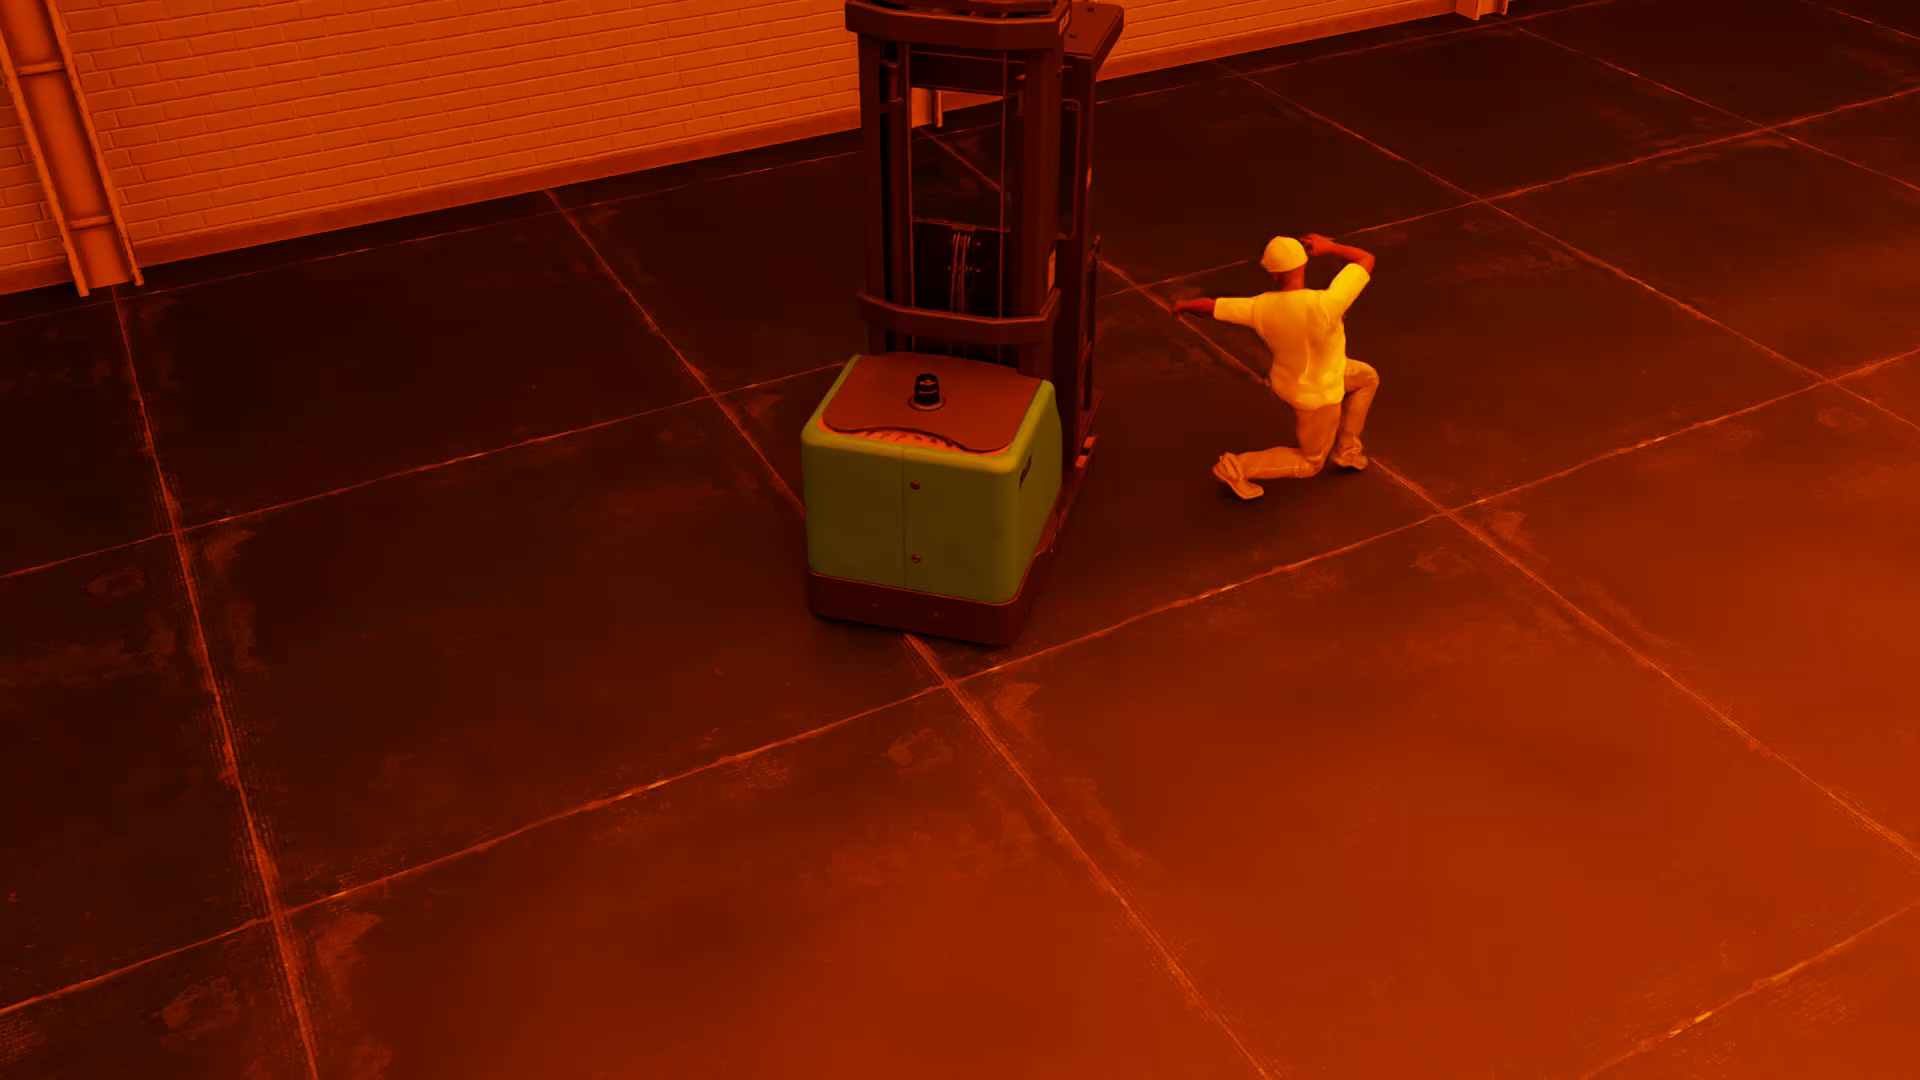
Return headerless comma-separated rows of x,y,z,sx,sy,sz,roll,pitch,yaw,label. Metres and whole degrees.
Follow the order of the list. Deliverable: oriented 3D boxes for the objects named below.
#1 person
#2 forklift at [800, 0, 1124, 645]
1.726,-1.034,8.852,0.962,1.465,1.002,-15,38,-20,person
0.148,-1.549,8.315,1.130,2.935,3.031,9,36,13,forklift
